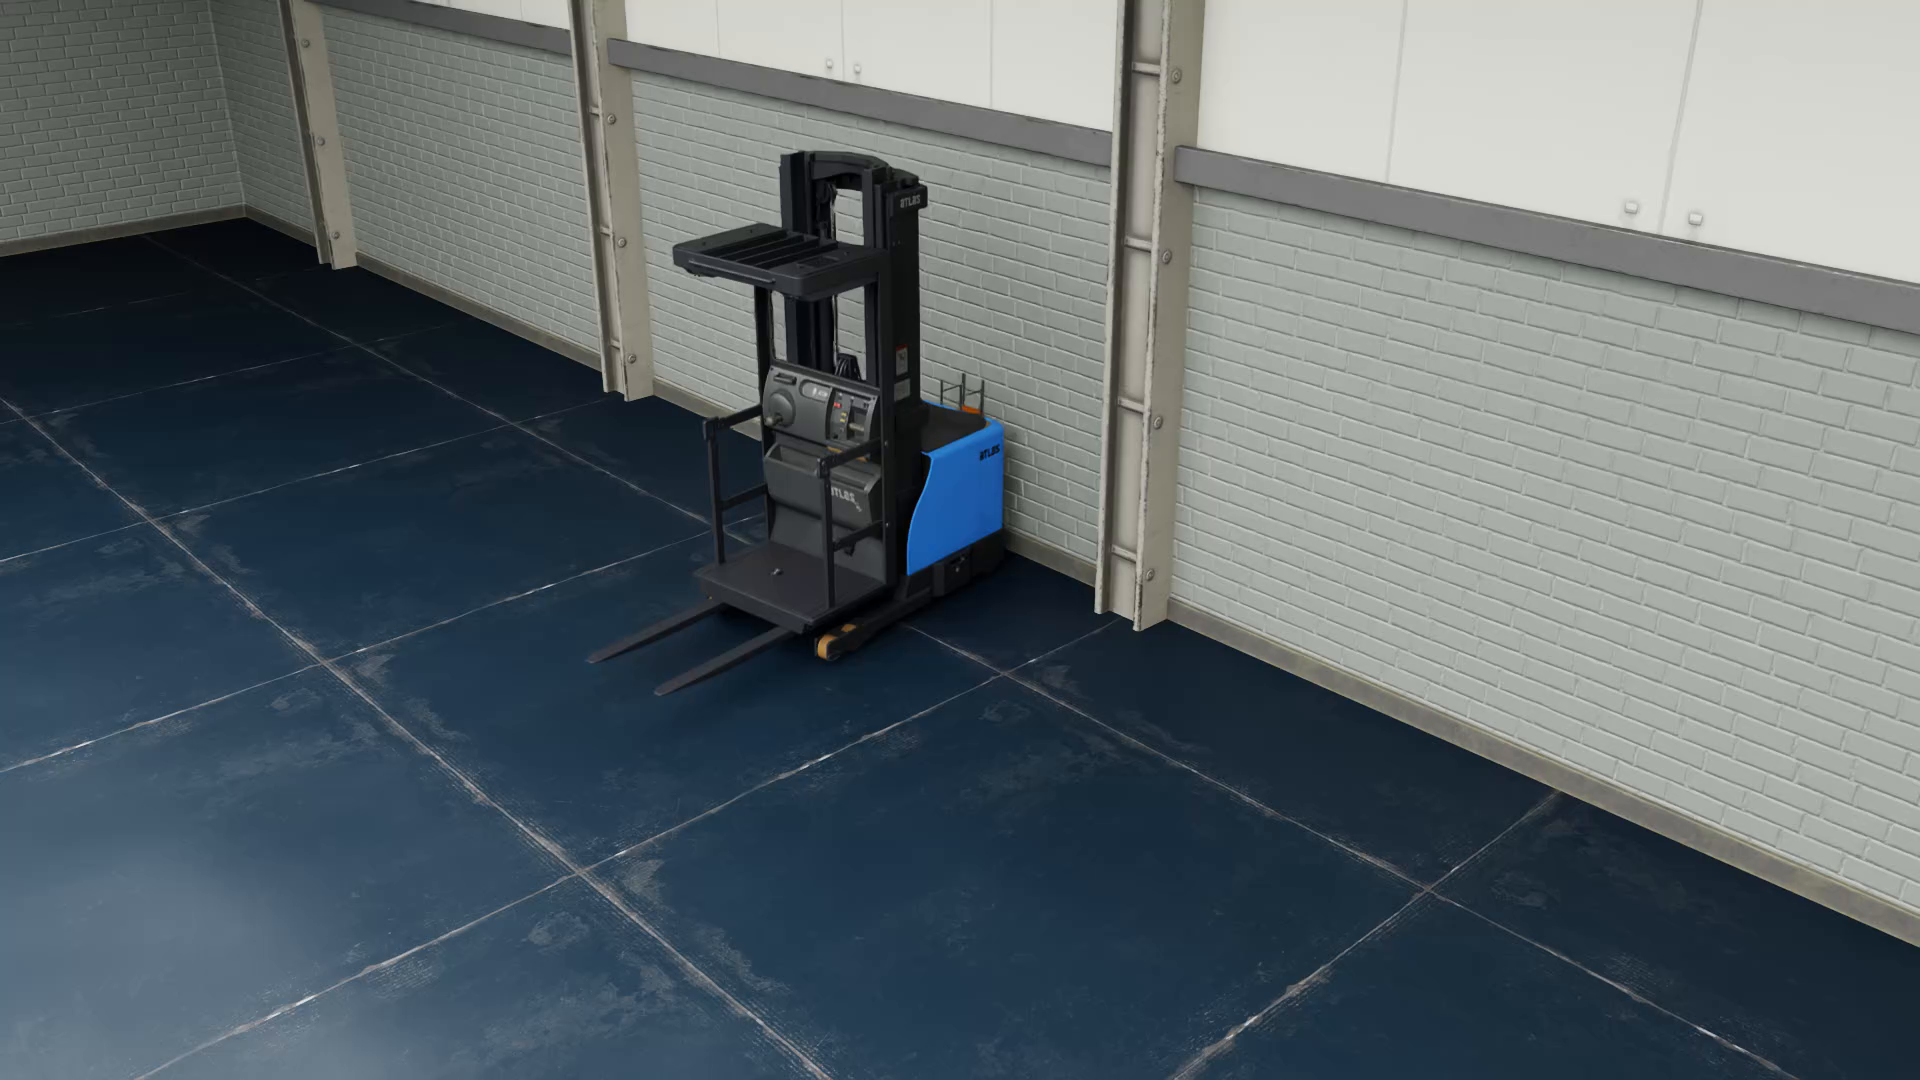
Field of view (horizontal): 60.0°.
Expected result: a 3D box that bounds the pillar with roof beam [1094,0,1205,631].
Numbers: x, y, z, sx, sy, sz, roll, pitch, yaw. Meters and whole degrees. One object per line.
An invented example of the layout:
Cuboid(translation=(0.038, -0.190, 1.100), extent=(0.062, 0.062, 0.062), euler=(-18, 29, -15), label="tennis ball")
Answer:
Cuboid(translation=(-2.009, -2.383, 6.429), extent=(9.100, 9.000, 0.400), euler=(-21, 32, -38), label="pillar with roof beam")

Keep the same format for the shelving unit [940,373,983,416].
Cuboid(translation=(0.009, -0.568, 11.830), extent=(0.189, 1.200, 0.258), euler=(21, 30, 39), label="shelving unit")

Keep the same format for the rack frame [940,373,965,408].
Cuboid(translation=(-0.058, -0.593, 11.887), extent=(0.006, 1.200, 0.240), euler=(21, 30, 39), label="rack frame")

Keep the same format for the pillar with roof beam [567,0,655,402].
Cuboid(translation=(-6.110, -4.201, 10.414), extent=(9.100, 9.000, 0.400), euler=(-21, 32, -38), label="pillar with roof beam")

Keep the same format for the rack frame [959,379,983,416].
Cuboid(translation=(0.075, -0.543, 11.772), extent=(0.006, 1.200, 0.240), euler=(21, 30, 39), label="rack frame")

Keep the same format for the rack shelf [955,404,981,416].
Cuboid(translation=(0.012, -0.859, 11.707), extent=(0.180, 0.103, 0.258), euler=(21, 30, 39), label="rack shelf")

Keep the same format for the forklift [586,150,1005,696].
Cuboid(translation=(-1.015, -0.810, 10.290), extent=(1.130, 2.935, 3.031), euler=(19, 31, 35), label="forklift")

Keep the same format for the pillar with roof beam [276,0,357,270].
Cuboid(translation=(-10.211, -6.019, 14.398), extent=(9.100, 9.000, 0.400), euler=(-21, 32, -38), label="pillar with roof beam")
